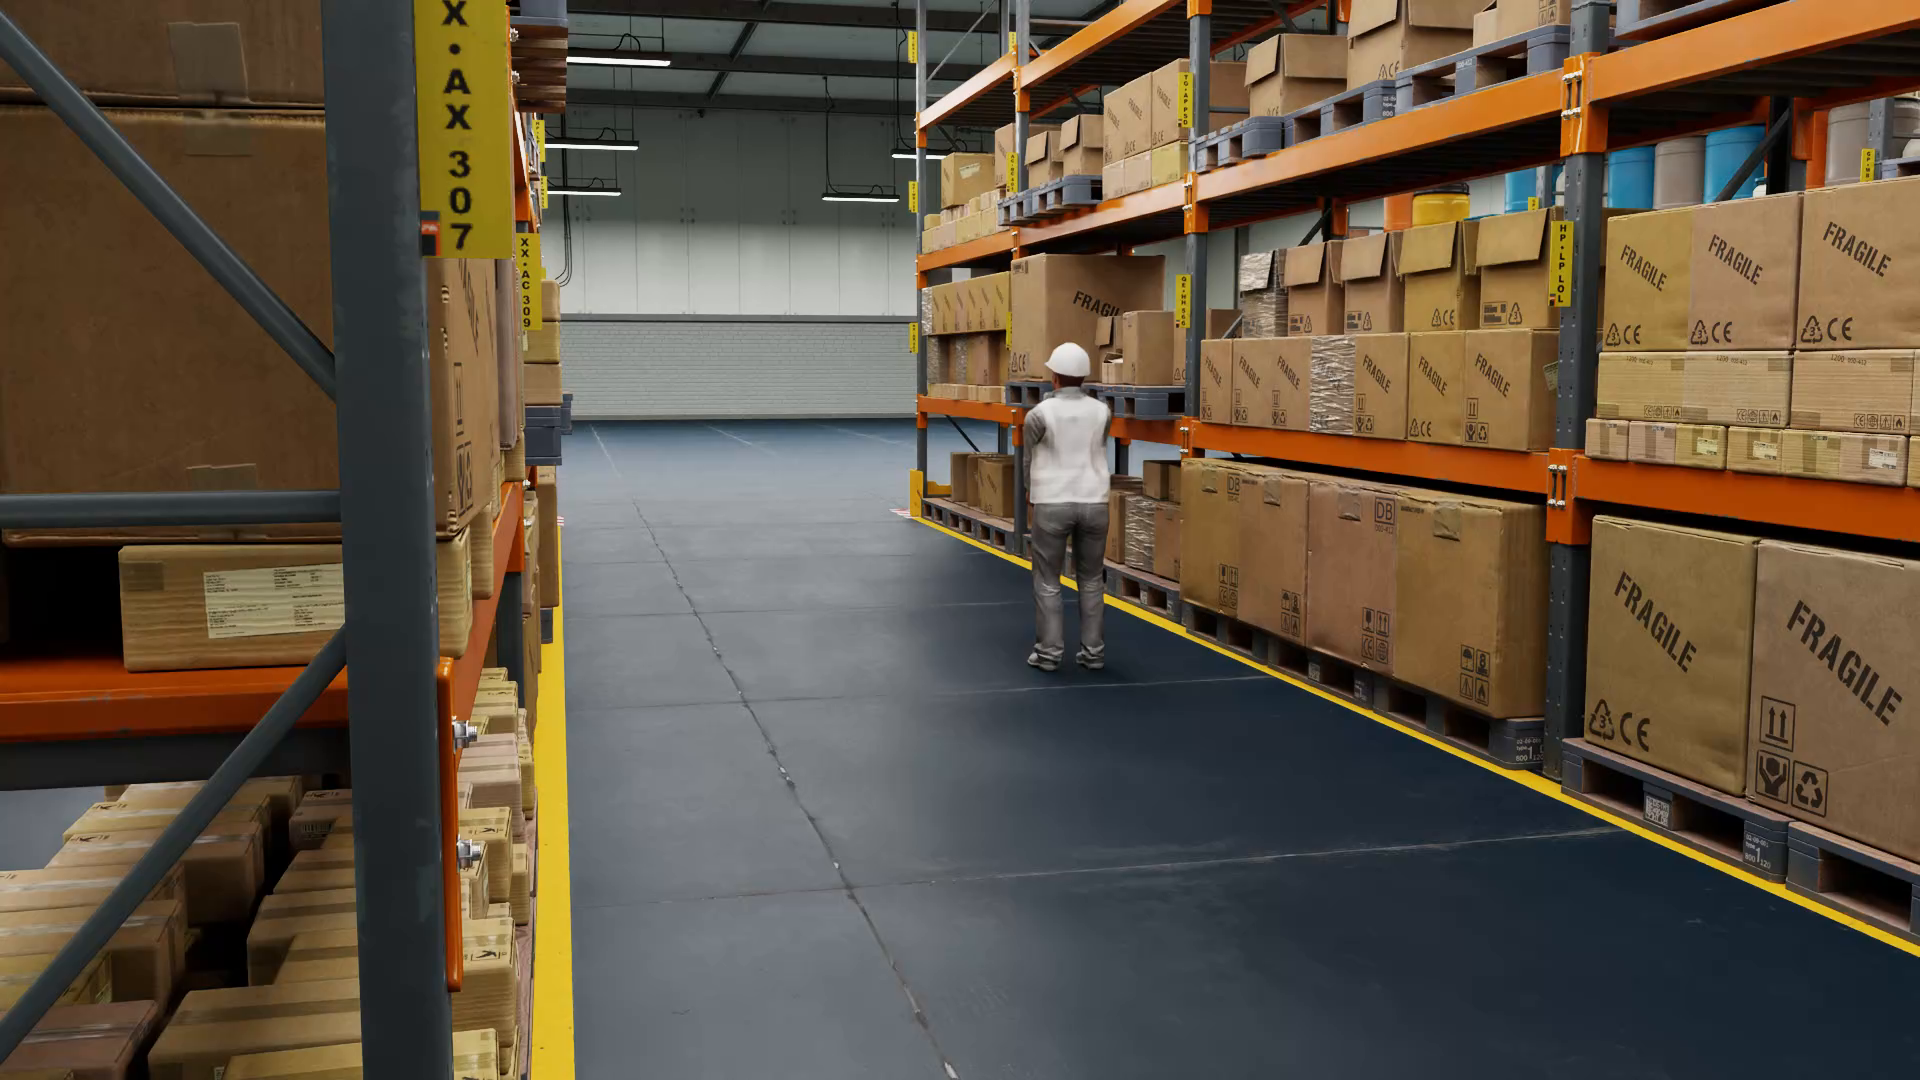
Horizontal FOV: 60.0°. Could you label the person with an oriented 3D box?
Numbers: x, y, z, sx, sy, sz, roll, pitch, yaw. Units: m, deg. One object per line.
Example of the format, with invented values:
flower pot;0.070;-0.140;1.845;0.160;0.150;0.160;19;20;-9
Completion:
person;0.560;-0.188;9.113;0.495;1.771;0.548;-1;6;-14
